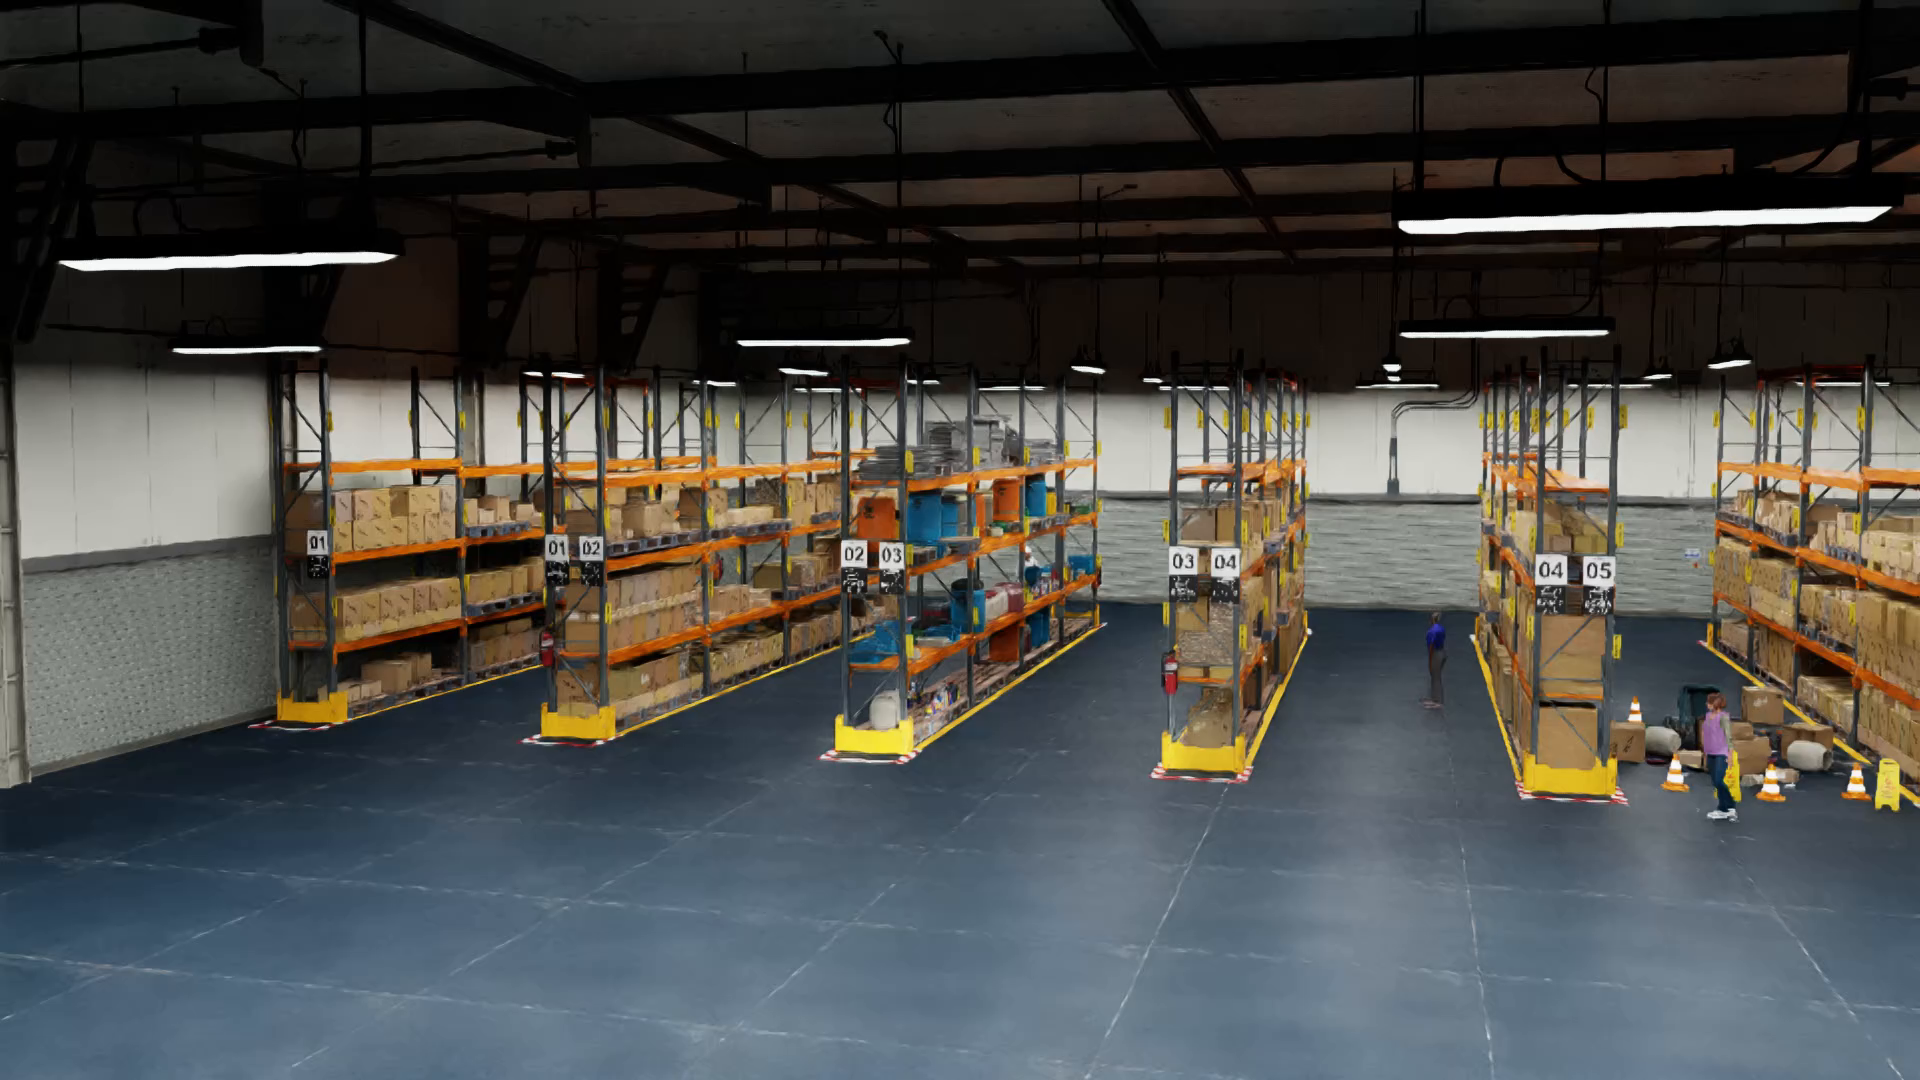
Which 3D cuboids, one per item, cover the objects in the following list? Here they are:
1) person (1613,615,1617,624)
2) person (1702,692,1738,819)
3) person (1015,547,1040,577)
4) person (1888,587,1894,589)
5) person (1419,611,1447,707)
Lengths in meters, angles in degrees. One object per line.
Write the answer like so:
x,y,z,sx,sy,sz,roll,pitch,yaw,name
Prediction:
15.715,1.215,40.587,0.577,1.744,0.599,-3,5,-39,person
9.530,2.700,20.832,0.365,1.592,0.521,-1,4,-11,person
1.765,1.029,43.380,0.677,1.726,0.574,1,4,13,person
18.765,1.737,33.667,0.557,1.662,0.587,3,5,36,person
8.300,2.070,29.187,0.515,1.660,0.548,3,5,40,person
